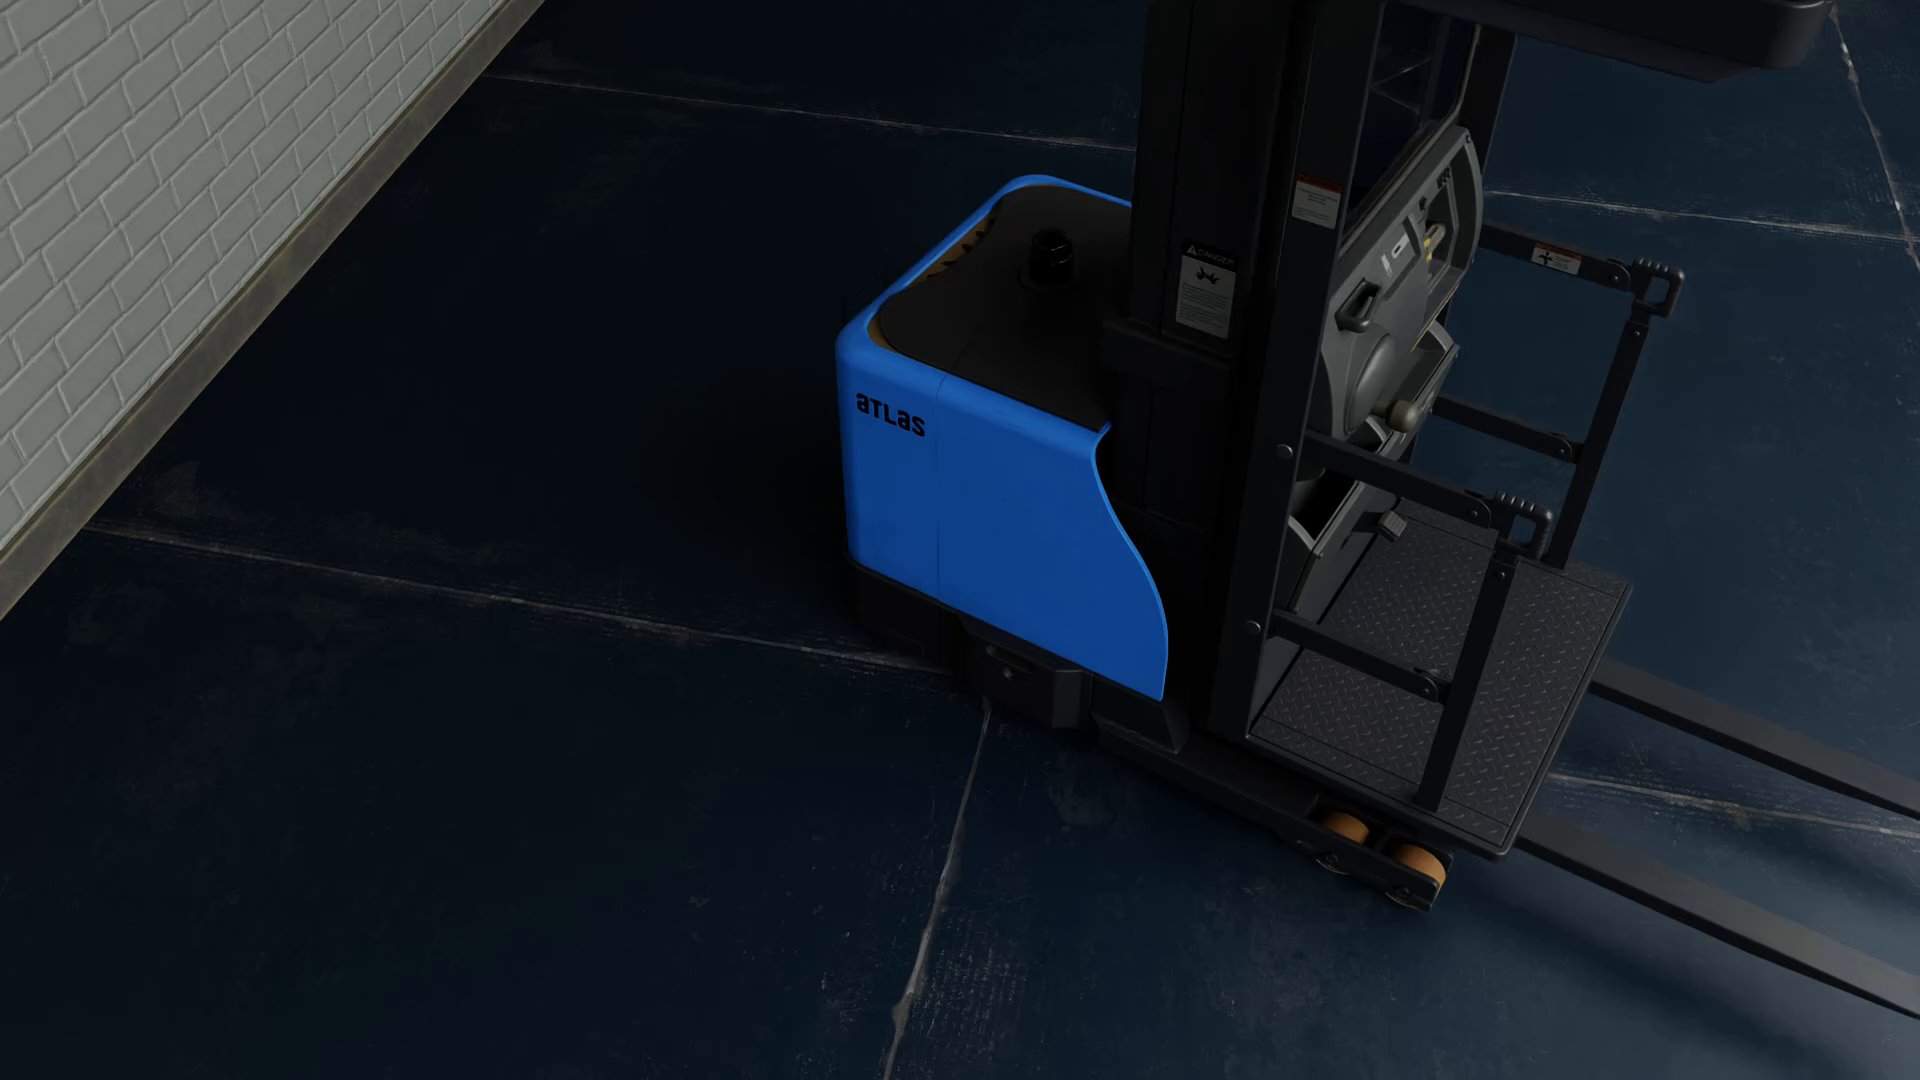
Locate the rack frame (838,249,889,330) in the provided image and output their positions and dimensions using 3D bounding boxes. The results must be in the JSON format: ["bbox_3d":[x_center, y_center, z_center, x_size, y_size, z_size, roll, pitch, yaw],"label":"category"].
[{"bbox_3d":[-0.276,-0.450,5.069,0.006,0.900,0.240,24,49,23],"label":"rack frame"}]

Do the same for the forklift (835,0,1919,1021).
[{"bbox_3d":[1.181,-0.539,3.696,3.031,2.935,1.130,24,49,23],"label":"forklift"}]

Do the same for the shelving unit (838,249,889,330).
[{"bbox_3d":[-0.190,-0.412,5.029,0.210,0.900,0.258,24,49,23],"label":"shelving unit"}]
